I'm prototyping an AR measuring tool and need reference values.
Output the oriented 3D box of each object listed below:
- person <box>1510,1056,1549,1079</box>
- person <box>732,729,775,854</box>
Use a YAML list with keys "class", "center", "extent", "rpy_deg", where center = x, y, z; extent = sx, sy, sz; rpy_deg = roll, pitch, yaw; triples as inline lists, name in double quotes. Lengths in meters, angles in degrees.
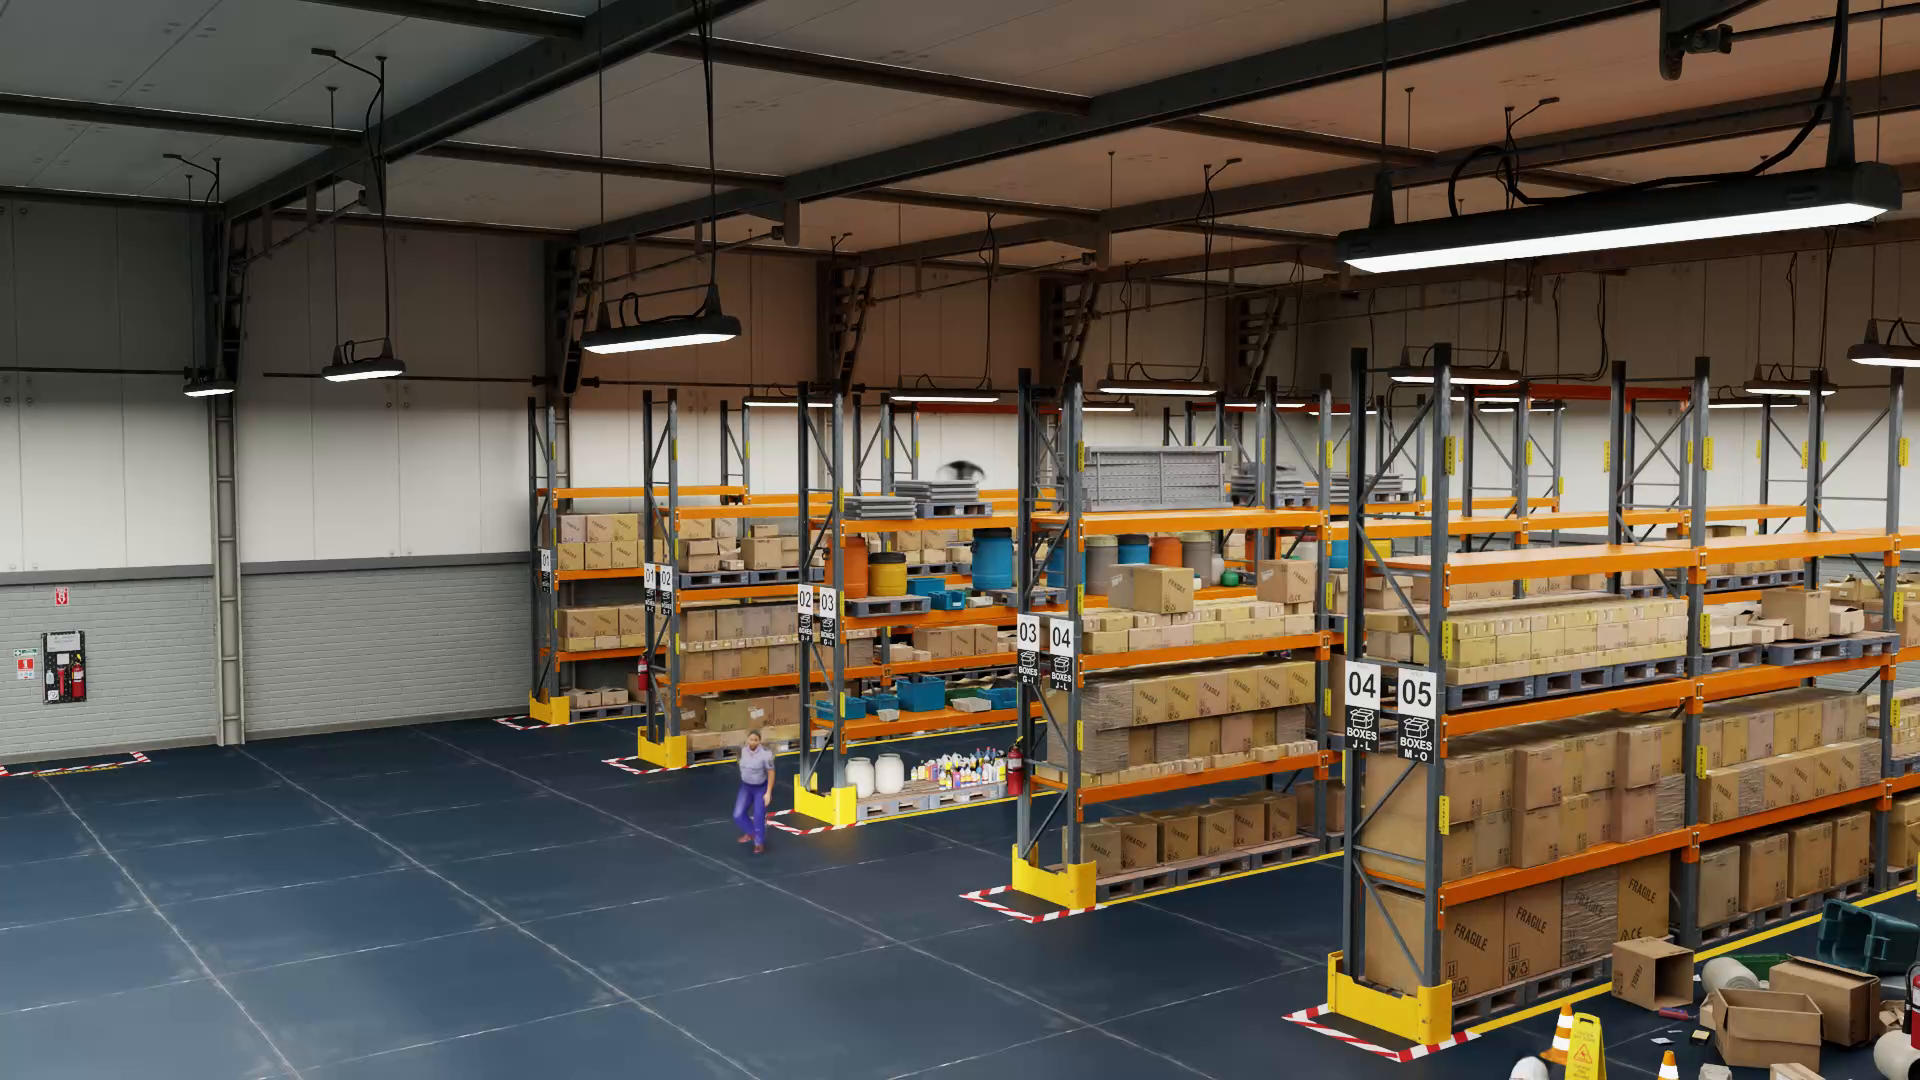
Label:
- class: "person"
  center: [3.264, 3.739, 9.499]
  extent: [0.659, 1.699, 0.737]
  rpy_deg: [3, 4, 38]
- class: "person"
  center: [-2.571, 3.135, 20.882]
  extent: [0.651, 1.611, 0.530]
  rpy_deg: [1, 4, 21]
